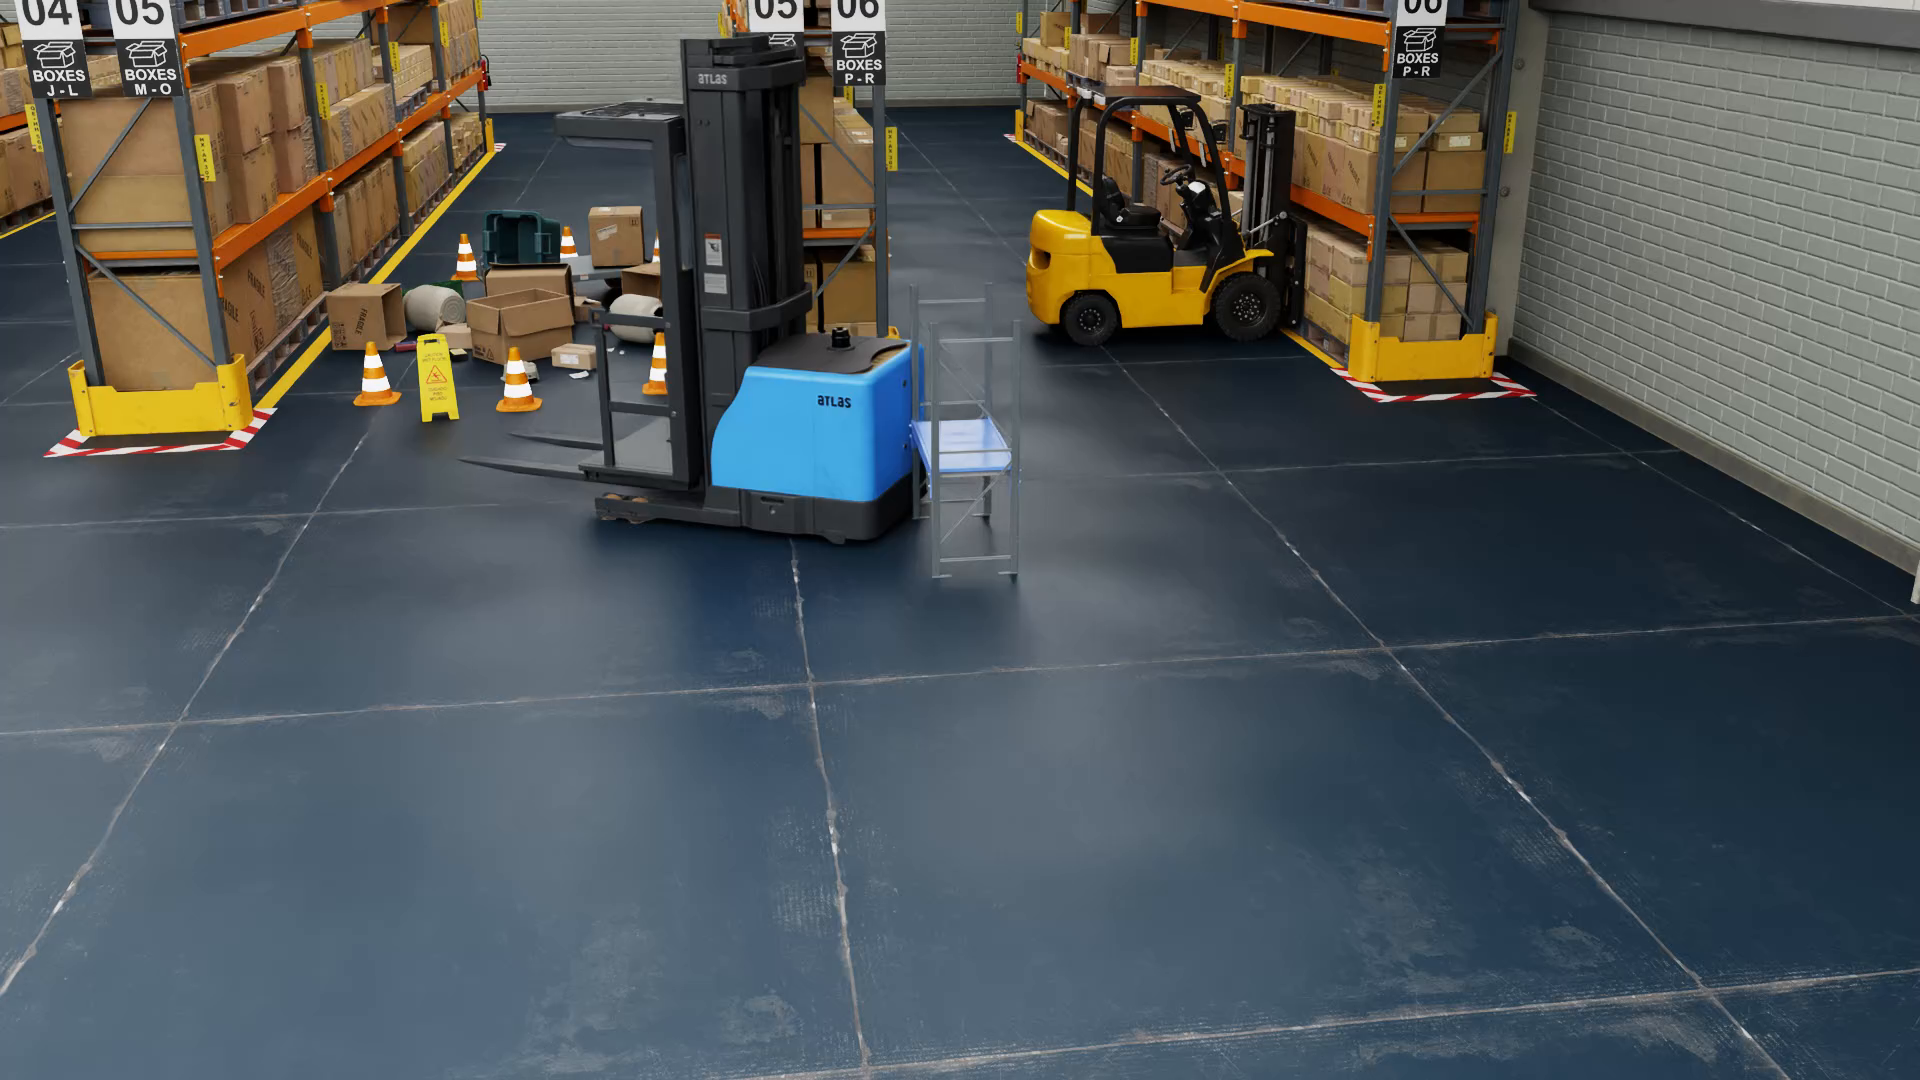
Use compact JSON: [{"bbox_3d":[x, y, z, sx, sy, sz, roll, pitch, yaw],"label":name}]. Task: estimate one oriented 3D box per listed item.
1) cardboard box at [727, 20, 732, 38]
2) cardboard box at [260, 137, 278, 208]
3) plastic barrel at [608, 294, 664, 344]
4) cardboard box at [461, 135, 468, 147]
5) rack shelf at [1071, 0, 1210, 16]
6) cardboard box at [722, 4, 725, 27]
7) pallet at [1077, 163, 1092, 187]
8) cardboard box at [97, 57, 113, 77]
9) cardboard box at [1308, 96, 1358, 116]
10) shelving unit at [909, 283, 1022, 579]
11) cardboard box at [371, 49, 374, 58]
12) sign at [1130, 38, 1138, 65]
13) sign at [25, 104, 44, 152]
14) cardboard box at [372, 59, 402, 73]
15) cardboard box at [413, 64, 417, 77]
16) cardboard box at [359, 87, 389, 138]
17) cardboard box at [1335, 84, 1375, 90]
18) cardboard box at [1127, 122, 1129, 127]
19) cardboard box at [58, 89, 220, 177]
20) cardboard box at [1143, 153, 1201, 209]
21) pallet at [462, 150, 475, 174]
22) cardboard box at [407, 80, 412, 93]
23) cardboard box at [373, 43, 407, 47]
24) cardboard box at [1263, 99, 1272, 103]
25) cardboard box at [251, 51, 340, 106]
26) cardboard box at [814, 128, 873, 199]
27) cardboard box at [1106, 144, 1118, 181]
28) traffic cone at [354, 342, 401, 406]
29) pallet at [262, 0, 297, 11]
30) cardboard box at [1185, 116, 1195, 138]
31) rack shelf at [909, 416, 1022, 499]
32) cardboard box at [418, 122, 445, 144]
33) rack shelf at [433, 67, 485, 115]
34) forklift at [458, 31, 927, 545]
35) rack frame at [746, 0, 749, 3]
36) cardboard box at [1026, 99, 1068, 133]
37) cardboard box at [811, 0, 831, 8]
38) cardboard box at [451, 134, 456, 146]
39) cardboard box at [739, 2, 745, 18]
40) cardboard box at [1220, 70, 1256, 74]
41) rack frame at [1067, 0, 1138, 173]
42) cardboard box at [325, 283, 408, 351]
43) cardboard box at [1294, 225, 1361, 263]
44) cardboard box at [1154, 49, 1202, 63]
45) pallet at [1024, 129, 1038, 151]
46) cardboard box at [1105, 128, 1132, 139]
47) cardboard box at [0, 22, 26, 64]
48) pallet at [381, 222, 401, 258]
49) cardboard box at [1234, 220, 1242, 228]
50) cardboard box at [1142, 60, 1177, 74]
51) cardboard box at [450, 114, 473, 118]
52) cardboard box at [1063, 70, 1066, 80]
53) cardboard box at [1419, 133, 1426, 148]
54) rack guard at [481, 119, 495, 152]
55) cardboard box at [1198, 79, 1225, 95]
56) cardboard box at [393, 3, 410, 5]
[{"bbox_3d":[-2.845,-6.702,22.301,0.500,0.500,0.500,-3,21,-9],"label":"cardboard box"},{"bbox_3d":[-6.222,-3.030,13.828,0.875,0.550,0.500,-3,21,-8],"label":"cardboard box"},{"bbox_3d":[-2.861,-1.979,14.911,0.512,0.421,0.421,12,24,30],"label":"plastic barrel"},{"bbox_3d":[-7.636,-6.006,25.059,0.380,0.149,0.250,-3,21,-8],"label":"cardboard box"},{"bbox_3d":[2.405,-7.330,22.294,1.077,0.370,4.000,-3,21,-8],"label":"rack shelf"},{"bbox_3d":[-3.503,-8.243,26.428,0.500,0.500,0.500,-3,21,-9],"label":"cardboard box"},{"bbox_3d":[2.271,-5.368,24.286,1.003,0.211,1.213,-3,21,-8],"label":"pallet"},{"bbox_3d":[-12.557,-6.799,23.922,0.500,0.250,0.500,-2,21,-6],"label":"cardboard box"},{"bbox_3d":[3.303,-3.839,14.713,0.380,0.149,0.250,-3,21,-7],"label":"cardboard box"},{"bbox_3d":[0.018,-0.673,9.874,0.538,1.500,1.048,-3,21,-7],"label":"shelving unit"},{"bbox_3d":[-7.997,-6.431,22.055,0.380,0.149,0.250,-3,21,-7],"label":"cardboard box"},{"bbox_3d":[2.157,-6.044,20.568,0.100,0.325,0.005,-3,21,-8],"label":"sign"},{"bbox_3d":[-6.488,-2.894,11.683,0.100,0.325,0.005,-3,21,-8],"label":"sign"},{"bbox_3d":[-7.087,-5.830,20.447,0.380,0.149,0.250,-4,21,-10],"label":"cardboard box"},{"bbox_3d":[-7.232,-6.052,21.466,0.380,0.149,0.250,-3,21,-8],"label":"cardboard box"},{"bbox_3d":[-6.701,-4.764,18.542,0.500,0.500,0.500,-3,21,-8],"label":"cardboard box"},{"bbox_3d":[3.777,-4.224,15.745,0.380,0.149,0.250,-3,21,-9],"label":"cardboard box"},{"bbox_3d":[2.605,-5.909,23.794,0.380,0.149,0.250,-4,21,-10],"label":"cardboard box"},{"bbox_3d":[-5.964,-2.969,12.121,0.875,0.550,0.550,-3,21,-8],"label":"cardboard box"},{"bbox_3d":[2.769,-4.437,20.601,0.875,0.625,0.625,-2,21,-6],"label":"cardboard box"},{"bbox_3d":[-7.990,-5.765,25.351,1.003,0.211,1.213,-3,21,-8],"label":"pallet"},{"bbox_3d":[-7.160,-5.736,21.045,0.380,0.149,0.250,-3,21,-7],"label":"cardboard box"},{"bbox_3d":[-8.028,-6.757,23.452,0.500,0.500,0.500,-3,21,-8],"label":"cardboard box"},{"bbox_3d":[3.121,-4.143,15.953,0.380,0.149,0.250,-2,21,-7],"label":"cardboard box"},{"bbox_3d":[-6.752,-4.687,16.907,0.700,0.500,0.500,-3,21,-7],"label":"cardboard box"},{"bbox_3d":[-0.937,-3.091,13.636,0.500,0.500,0.500,-2,21,-6],"label":"cardboard box"},{"bbox_3d":[2.279,-5.085,22.516,0.500,0.500,0.500,-2,21,-5],"label":"cardboard box"},{"bbox_3d":[-4.620,-1.330,13.115,0.336,0.463,0.334,-3,21,-8],"label":"traffic cone"},{"bbox_3d":[-6.418,-4.727,14.426,1.003,0.211,1.213,-3,21,-8],"label":"pallet"},{"bbox_3d":[2.819,-4.622,18.519,0.500,0.250,0.500,-3,21,-7],"label":"cardboard box"},{"bbox_3d":[0.018,-0.504,9.936,0.538,0.185,1.000,-3,21,-7],"label":"rack shelf"},{"bbox_3d":[-7.321,-5.549,22.688,0.500,0.250,0.500,-3,21,-9],"label":"cardboard box"},{"bbox_3d":[-7.967,-6.773,25.091,1.077,0.370,4.000,-3,21,-8],"label":"rack shelf"},{"bbox_3d":[-1.787,-1.638,10.413,3.031,2.935,1.130,7,22,18],"label":"forklift"},{"bbox_3d":[-1.065,-5.358,11.700,1.000,3.000,0.127,-3,21,-8],"label":"rack frame"},{"bbox_3d":[1.534,-7.149,28.039,0.797,0.503,0.637,-4,21,-10],"label":"cardboard box"},{"bbox_3d":[-0.874,-4.209,12.701,0.500,0.250,0.500,-3,21,-9],"label":"cardboard box"},{"bbox_3d":[-7.504,-5.785,24.043,0.380,0.149,0.250,-2,21,-5],"label":"cardboard box"},{"bbox_3d":[-1.659,-4.474,13.979,0.380,0.149,0.250,-3,21,-8],"label":"cardboard box"},{"bbox_3d":[3.181,-5.287,19.013,0.380,0.149,0.250,-2,21,-6],"label":"cardboard box"},{"bbox_3d":[2.116,-6.954,24.547,1.000,3.000,0.127,-3,21,-8],"label":"rack frame"},{"bbox_3d":[-5.286,-1.992,14.832,0.500,0.500,0.500,1,20,2],"label":"cardboard box"},{"bbox_3d":[3.309,-2.670,14.980,0.500,0.250,0.500,-3,21,-7],"label":"cardboard box"},{"bbox_3d":[2.773,-5.999,21.247,0.500,0.500,0.500,-2,21,-5],"label":"cardboard box"},{"bbox_3d":[1.667,-6.730,27.934,1.003,0.211,1.213,-3,21,-8],"label":"pallet"},{"bbox_3d":[2.223,-5.605,22.981,0.380,0.149,0.250,-3,21,-8],"label":"cardboard box"},{"bbox_3d":[-12.501,-6.498,21.751,0.797,0.503,0.637,-3,21,-9],"label":"cardboard box"},{"bbox_3d":[-7.063,-3.450,19.150,1.003,0.211,1.213,-3,21,-8],"label":"pallet"},{"bbox_3d":[3.034,-3.144,16.961,0.500,0.250,0.500,-3,21,-8],"label":"cardboard box"},{"bbox_3d":[2.447,-5.794,20.373,0.380,0.149,0.250,-2,21,-6],"label":"cardboard box"},{"bbox_3d":[-7.949,-6.682,26.443,0.380,0.149,0.250,-3,21,-7],"label":"cardboard box"},{"bbox_3d":[1.761,-7.023,25.091,0.380,0.149,0.250,-2,21,-6],"label":"cardboard box"},{"bbox_3d":[3.955,-3.363,13.862,0.380,0.149,0.250,-3,21,-8],"label":"cardboard box"},{"bbox_3d":[-8.244,-6.605,27.186,1.175,0.500,0.348,-3,21,-8],"label":"rack guard"},{"bbox_3d":[2.793,-4.902,17.984,0.380,0.149,0.250,-4,21,-9],"label":"cardboard box"},{"bbox_3d":[-8.094,-7.400,23.745,0.500,0.500,0.500,-4,21,-9],"label":"cardboard box"}]
